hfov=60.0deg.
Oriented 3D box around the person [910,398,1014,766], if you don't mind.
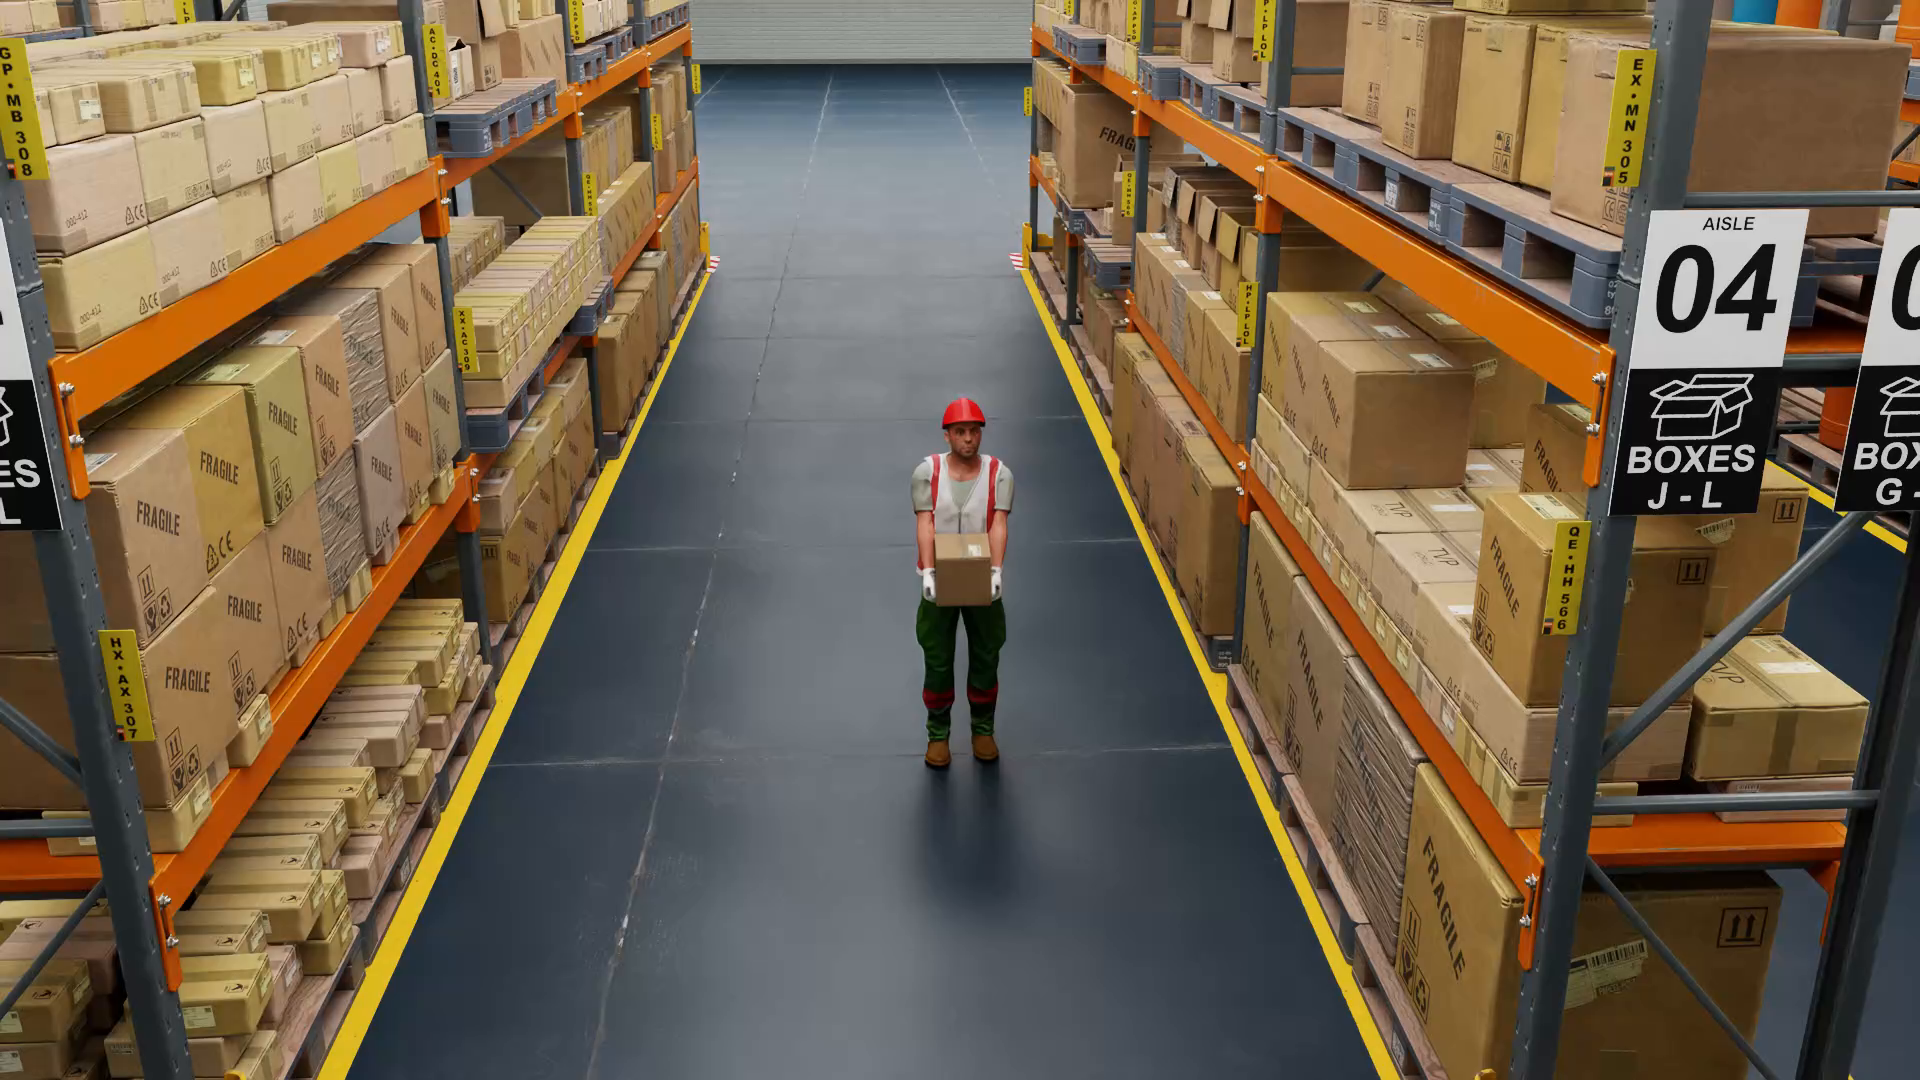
[{"bbox_3d":[0.017,0.232,7.919,0.493,1.782,0.563,-1,20,-3],"label":"person"}]
